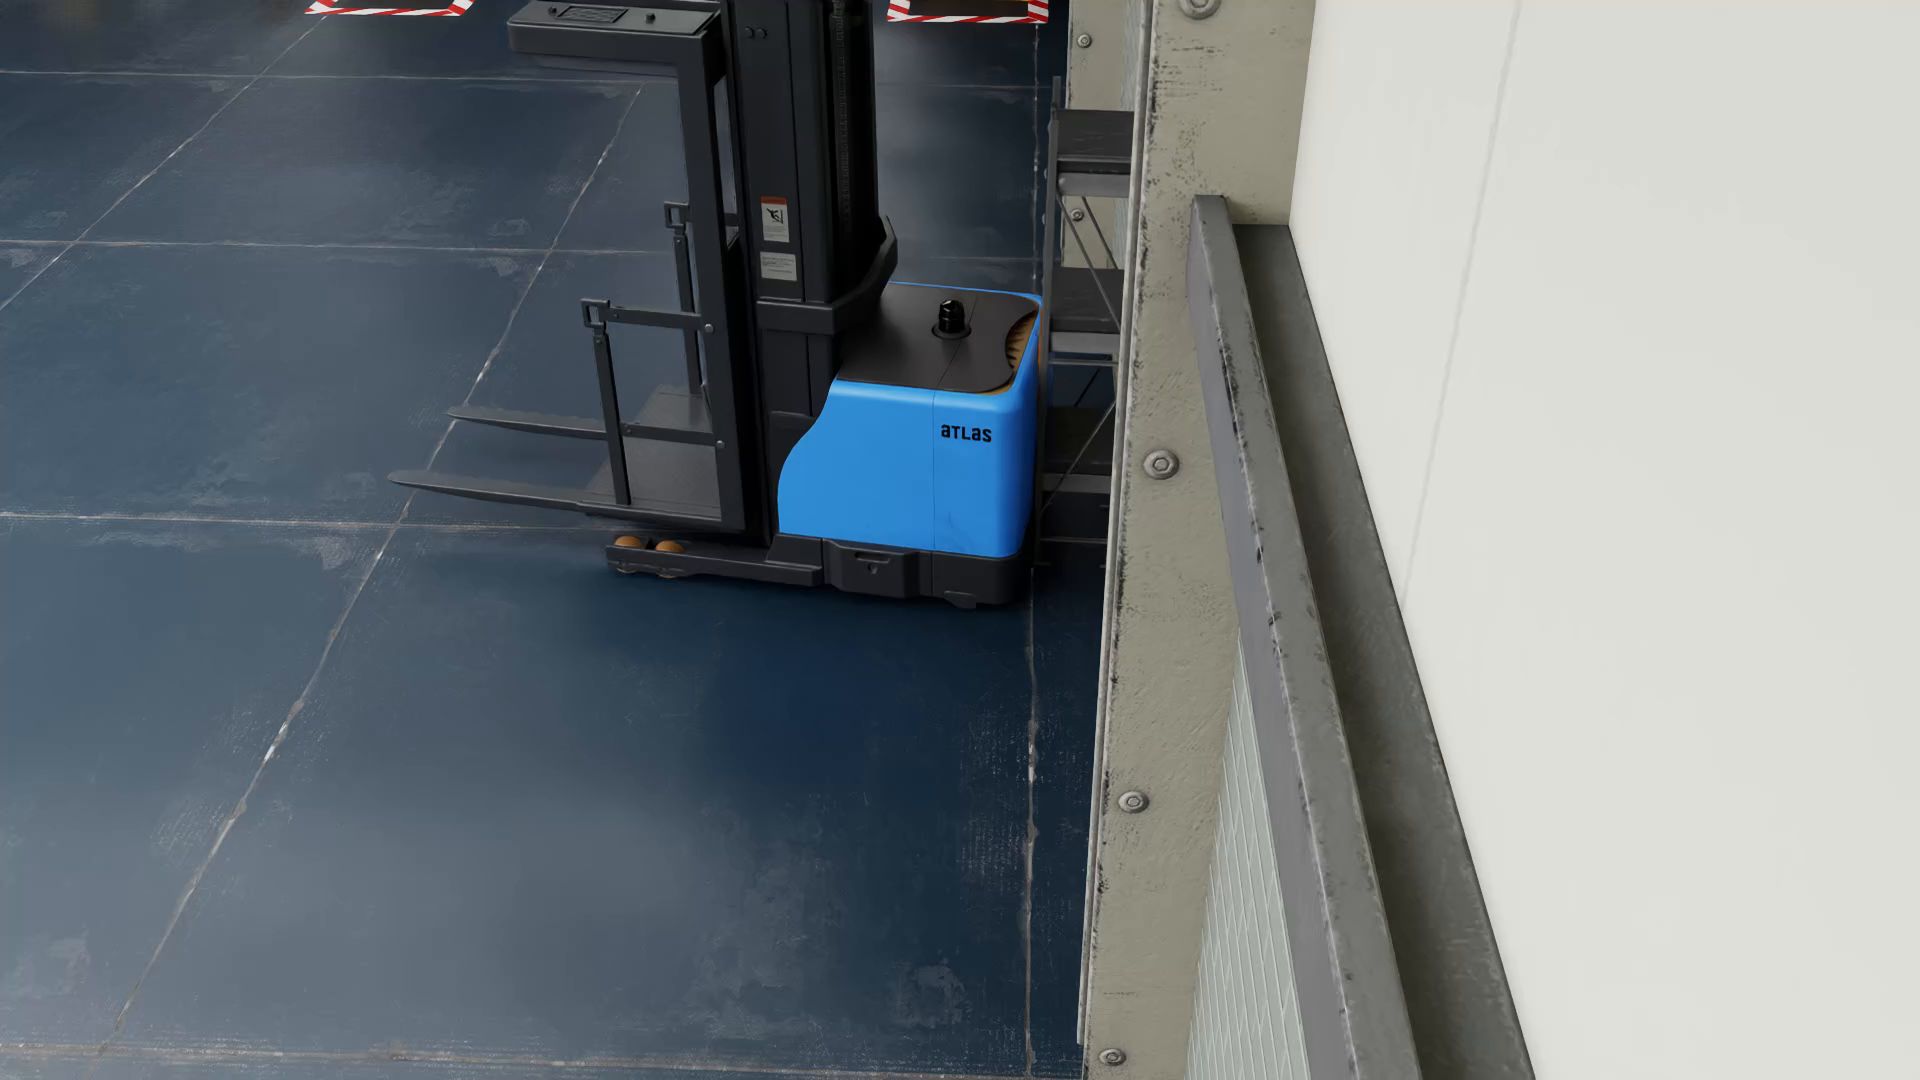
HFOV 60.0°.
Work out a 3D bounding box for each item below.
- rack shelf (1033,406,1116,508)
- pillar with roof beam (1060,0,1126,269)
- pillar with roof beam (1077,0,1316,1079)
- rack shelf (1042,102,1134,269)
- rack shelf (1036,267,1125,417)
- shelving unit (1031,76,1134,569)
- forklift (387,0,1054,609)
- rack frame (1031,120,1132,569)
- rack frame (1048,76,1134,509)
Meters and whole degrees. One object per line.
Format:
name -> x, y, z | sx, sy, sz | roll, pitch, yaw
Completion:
rack shelf -> 0.545, -0.296, 7.572 | 0.431, 0.518, 0.480 | 3, 35, 3
pillar with roof beam -> -3.530, -5.502, 7.752 | 9.100, 9.000, 0.400 | 1, 35, 2
pillar with roof beam -> -3.771, -2.054, 2.847 | 9.100, 9.000, 0.400 | 1, 35, 2
rack shelf -> 0.558, -1.438, 6.762 | 0.431, 0.518, 0.480 | 3, 35, 3
rack shelf -> 0.551, -0.867, 7.167 | 0.431, 0.518, 0.480 | 3, 35, 3
shelving unit -> 0.552, -0.878, 7.159 | 0.431, 2.100, 0.503 | 3, 35, 3
forklift -> -1.129, -1.316, 7.074 | 3.031, 2.935, 1.130 | 7, 36, 9
rack frame -> 0.534, -0.737, 6.961 | 0.400, 2.100, 0.015 | 3, 35, 3
rack frame -> 0.569, -1.019, 7.358 | 0.400, 2.100, 0.015 | 3, 35, 3
